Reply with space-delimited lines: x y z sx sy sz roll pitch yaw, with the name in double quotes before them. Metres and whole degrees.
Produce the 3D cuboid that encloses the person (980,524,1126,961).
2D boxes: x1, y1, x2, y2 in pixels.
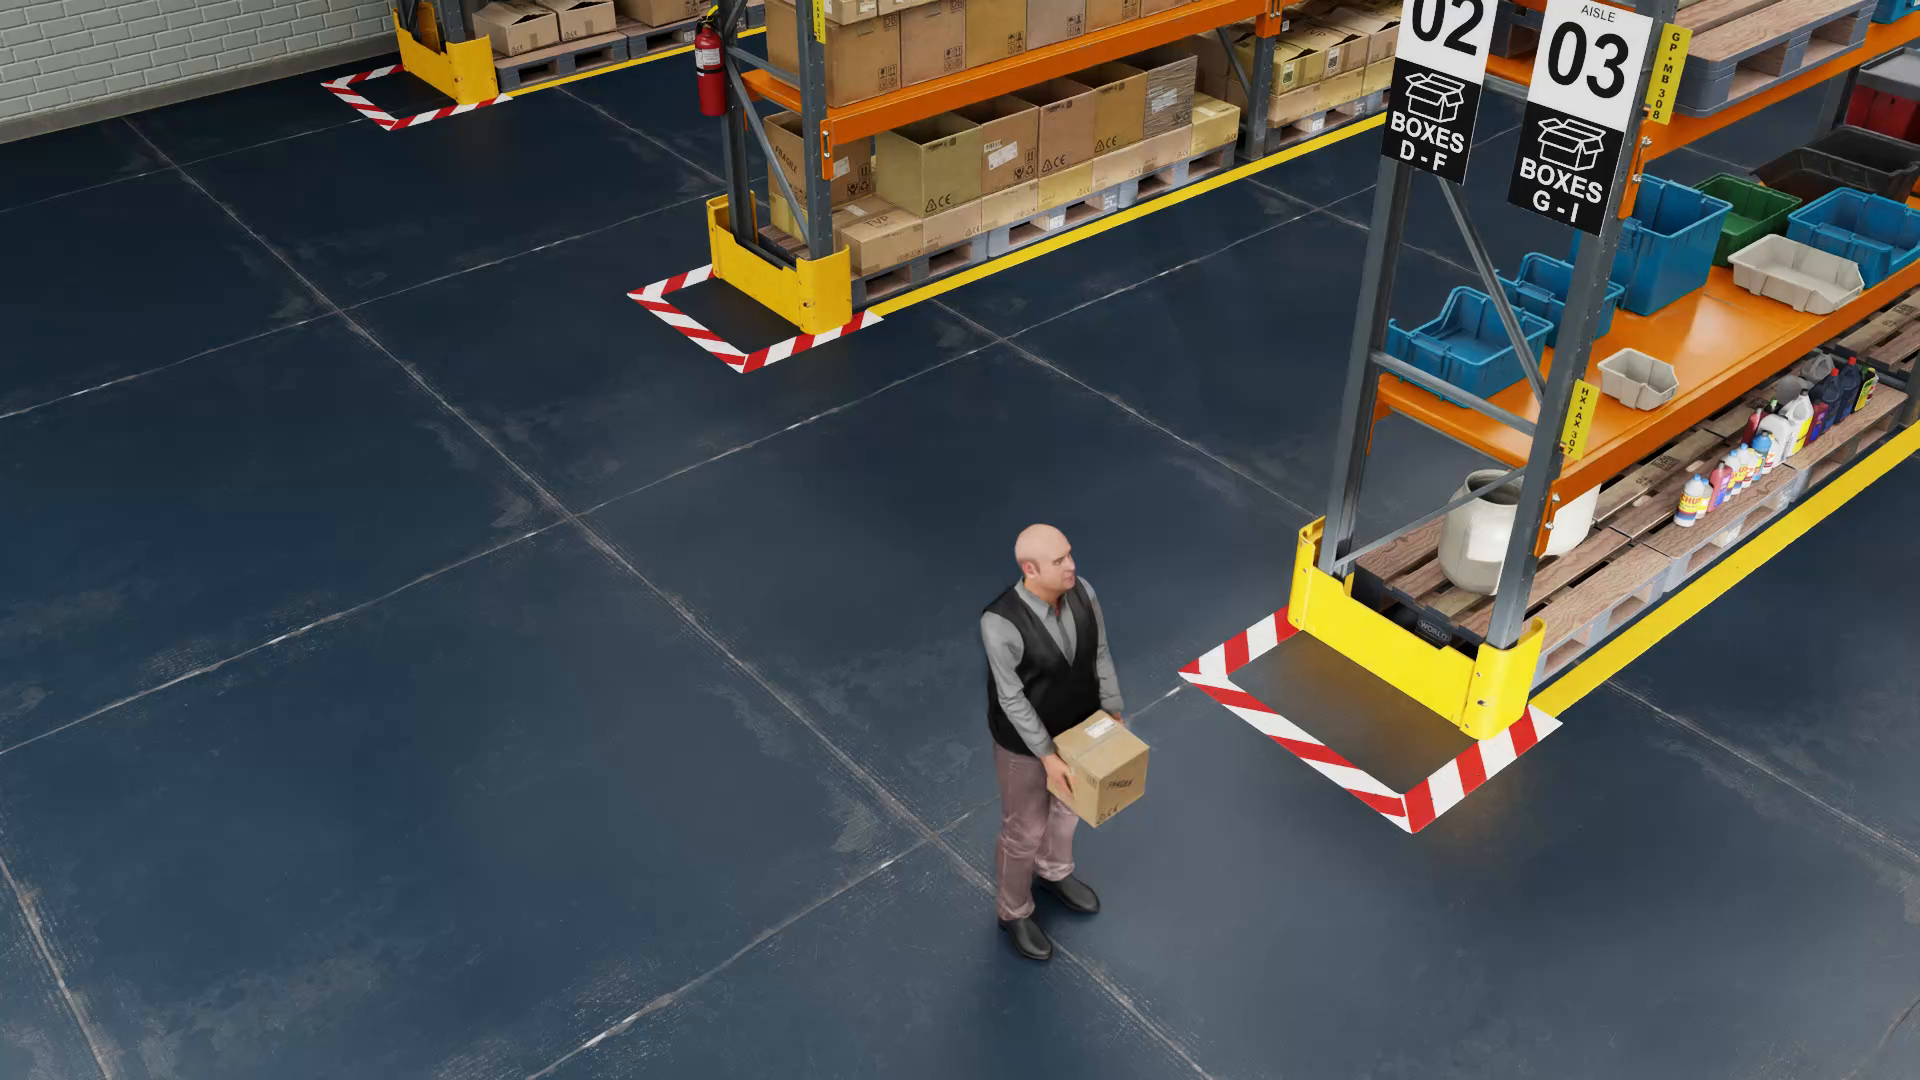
"person" 0.345 0.727 6.082 0.544 1.726 0.504 -28 44 -33
